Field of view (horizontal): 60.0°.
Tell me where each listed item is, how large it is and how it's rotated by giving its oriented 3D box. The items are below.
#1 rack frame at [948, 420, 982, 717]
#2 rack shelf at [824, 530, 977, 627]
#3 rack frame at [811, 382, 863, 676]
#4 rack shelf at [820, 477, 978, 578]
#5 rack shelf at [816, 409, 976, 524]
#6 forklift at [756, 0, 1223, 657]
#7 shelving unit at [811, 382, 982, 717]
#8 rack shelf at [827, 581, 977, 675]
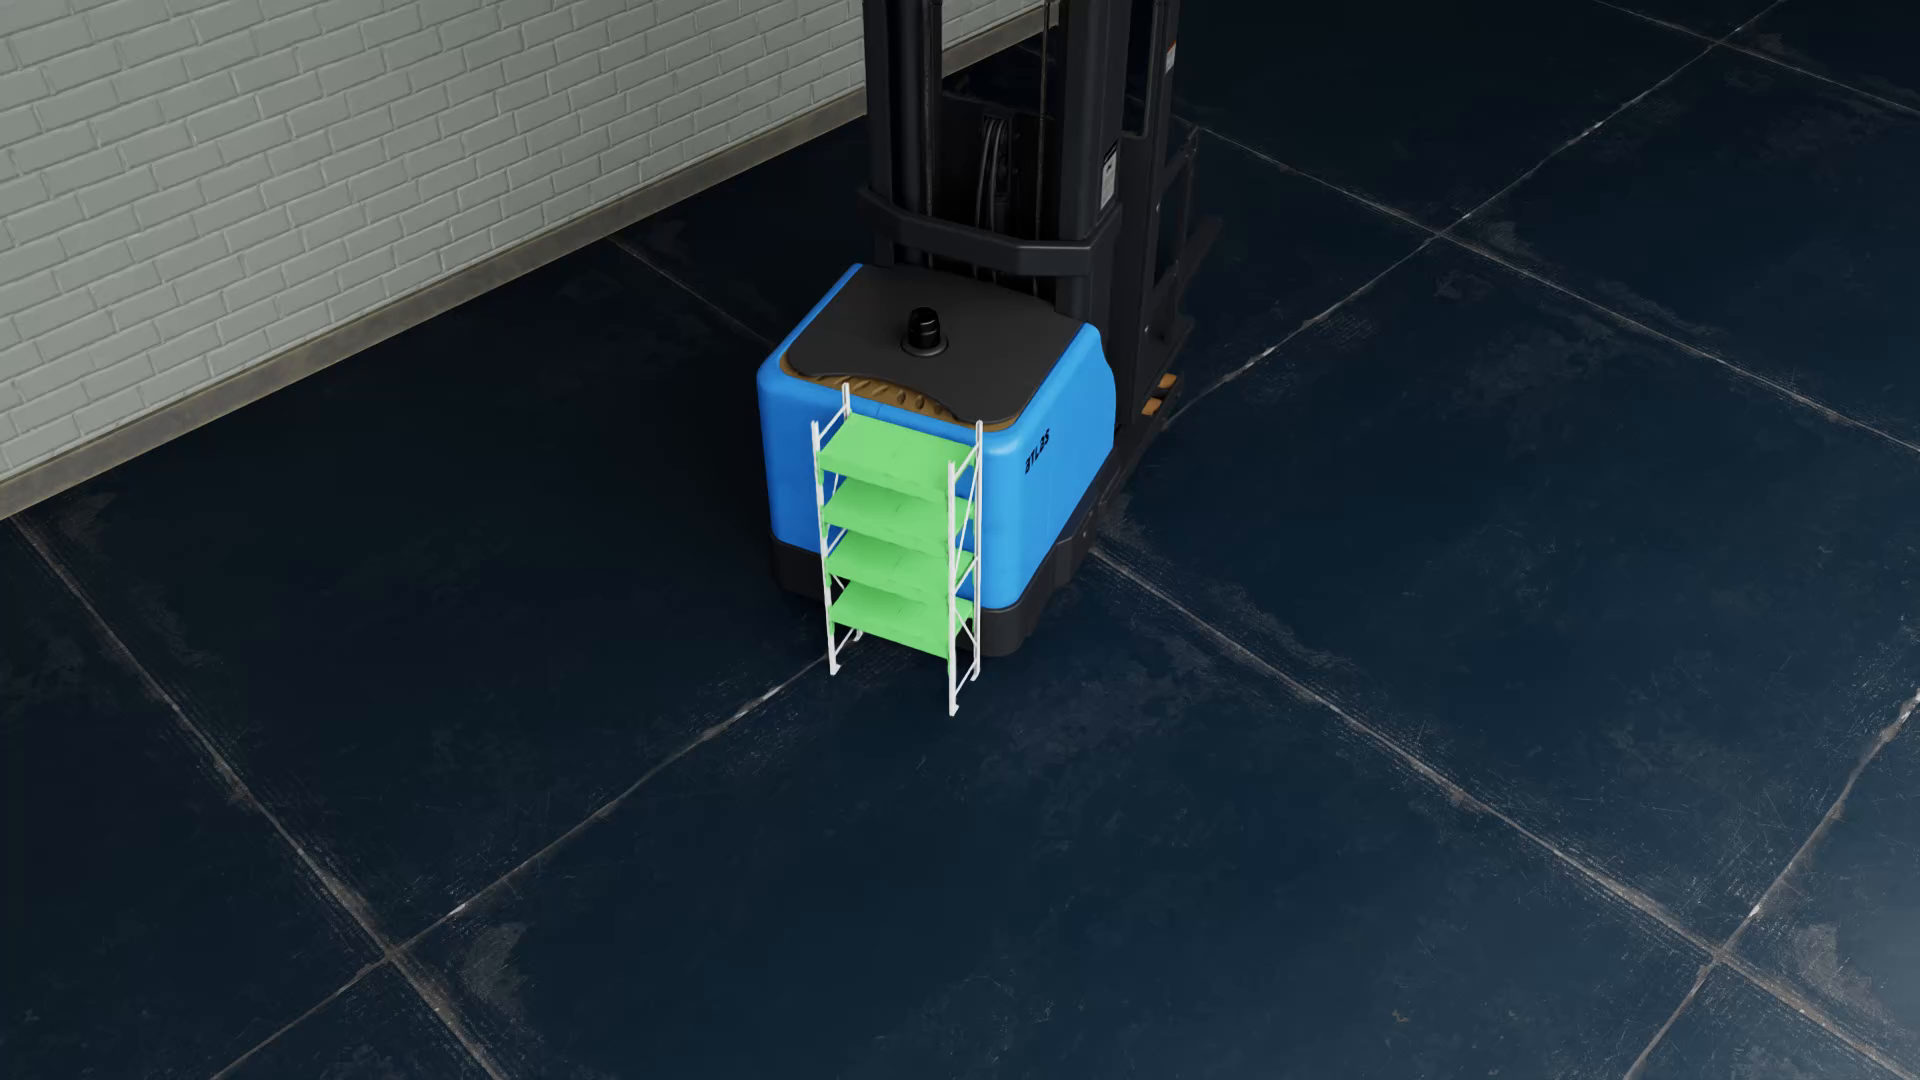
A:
[{"bbox_3d":[0.017,0.127,5.729,0.015,1.200,0.240,17,45,18],"label":"rack frame"},{"bbox_3d":[-0.205,0.105,5.846,0.480,0.148,0.258,17,45,18],"label":"rack shelf"},{"bbox_3d":[-0.428,-0.010,5.876,0.015,1.200,0.240,17,45,18],"label":"rack frame"},{"bbox_3d":[-0.205,-0.071,5.683,0.480,0.148,0.258,17,45,18],"label":"rack shelf"},{"bbox_3d":[-0.205,-0.247,5.520,0.480,0.148,0.258,17,45,18],"label":"rack shelf"},{"bbox_3d":[0.342,-1.646,6.372,1.130,2.935,3.031,17,46,18],"label":"forklift"},{"bbox_3d":[-0.205,0.058,5.803,0.503,1.200,0.258,17,45,18],"label":"shelving unit"},{"bbox_3d":[-0.205,0.282,6.009,0.480,0.148,0.258,17,45,18],"label":"rack shelf"}]
